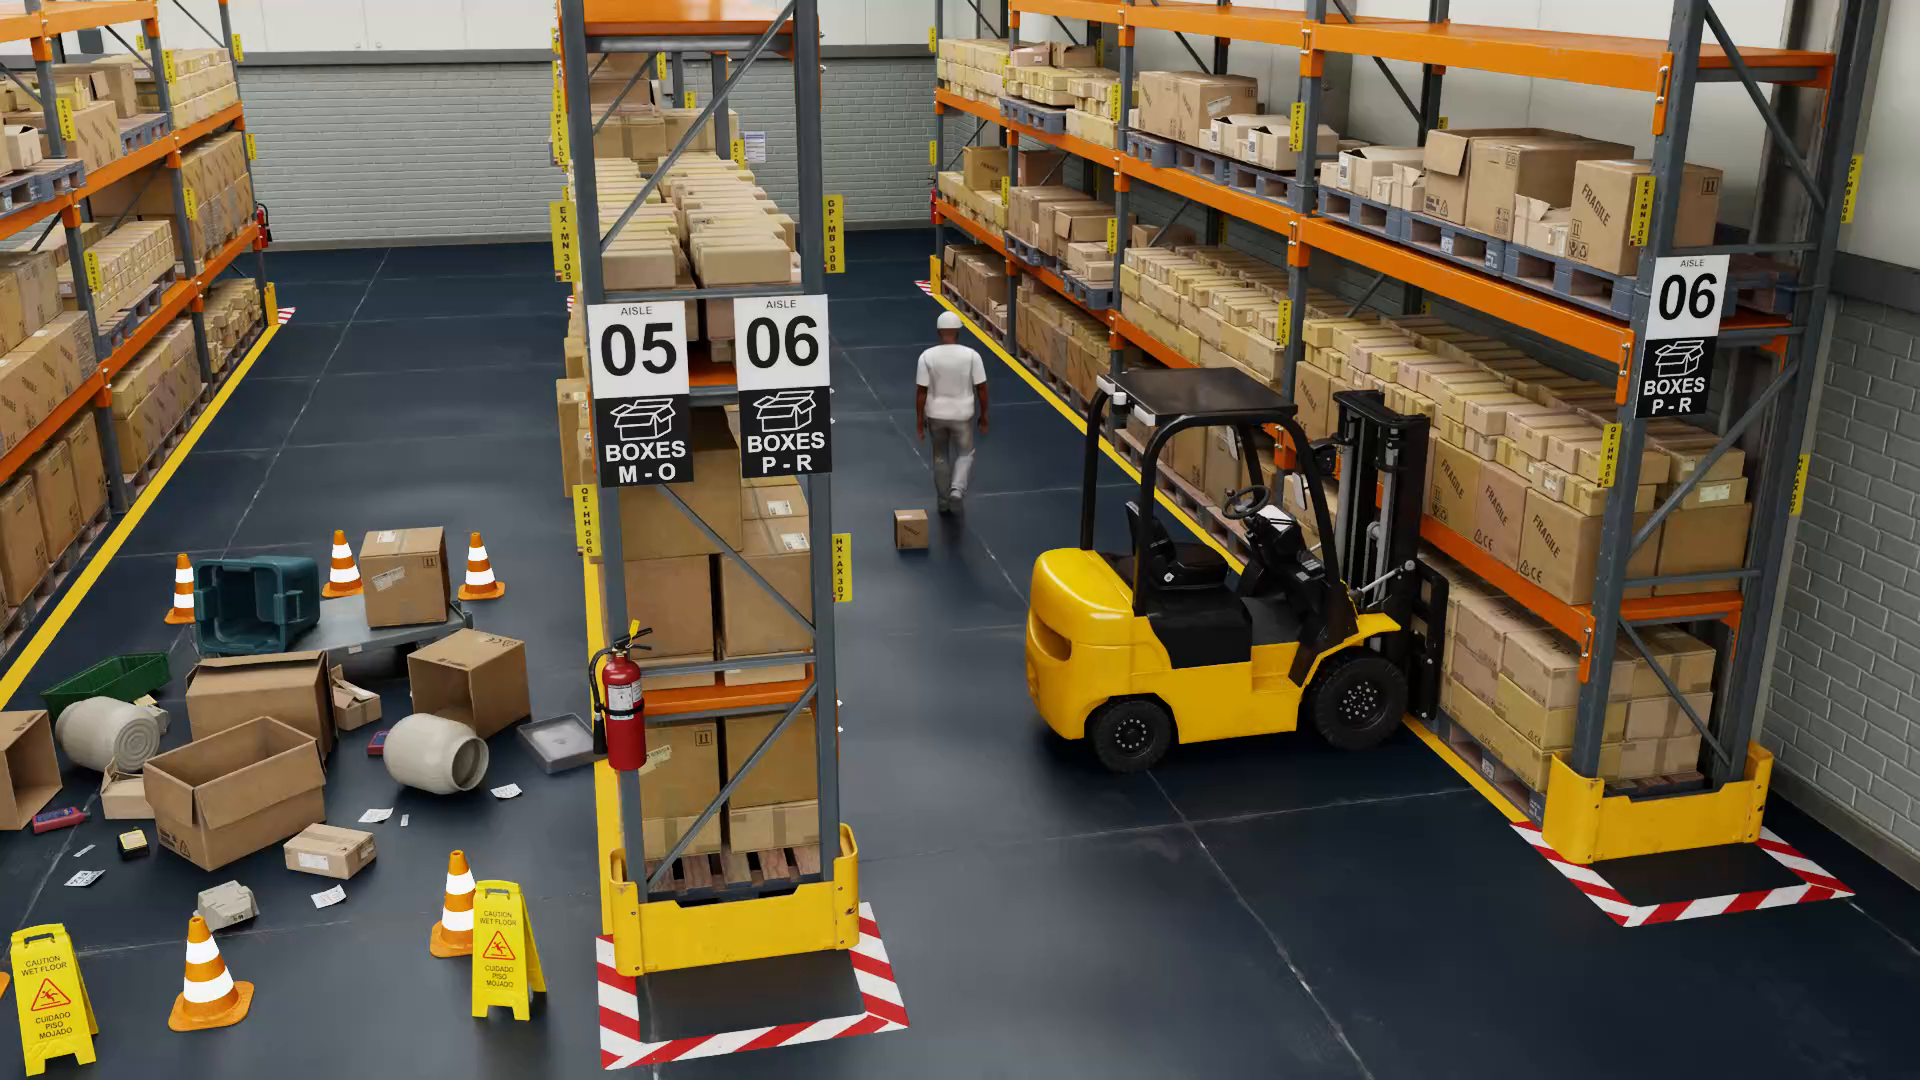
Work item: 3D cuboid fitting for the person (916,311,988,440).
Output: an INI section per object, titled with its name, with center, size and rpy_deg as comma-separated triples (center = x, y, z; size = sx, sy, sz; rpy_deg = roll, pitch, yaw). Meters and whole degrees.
[person]
center = -0.062, -1.367, 13.863
size = 0.601, 1.088, 0.361
rpy_deg = 1, 20, 4
